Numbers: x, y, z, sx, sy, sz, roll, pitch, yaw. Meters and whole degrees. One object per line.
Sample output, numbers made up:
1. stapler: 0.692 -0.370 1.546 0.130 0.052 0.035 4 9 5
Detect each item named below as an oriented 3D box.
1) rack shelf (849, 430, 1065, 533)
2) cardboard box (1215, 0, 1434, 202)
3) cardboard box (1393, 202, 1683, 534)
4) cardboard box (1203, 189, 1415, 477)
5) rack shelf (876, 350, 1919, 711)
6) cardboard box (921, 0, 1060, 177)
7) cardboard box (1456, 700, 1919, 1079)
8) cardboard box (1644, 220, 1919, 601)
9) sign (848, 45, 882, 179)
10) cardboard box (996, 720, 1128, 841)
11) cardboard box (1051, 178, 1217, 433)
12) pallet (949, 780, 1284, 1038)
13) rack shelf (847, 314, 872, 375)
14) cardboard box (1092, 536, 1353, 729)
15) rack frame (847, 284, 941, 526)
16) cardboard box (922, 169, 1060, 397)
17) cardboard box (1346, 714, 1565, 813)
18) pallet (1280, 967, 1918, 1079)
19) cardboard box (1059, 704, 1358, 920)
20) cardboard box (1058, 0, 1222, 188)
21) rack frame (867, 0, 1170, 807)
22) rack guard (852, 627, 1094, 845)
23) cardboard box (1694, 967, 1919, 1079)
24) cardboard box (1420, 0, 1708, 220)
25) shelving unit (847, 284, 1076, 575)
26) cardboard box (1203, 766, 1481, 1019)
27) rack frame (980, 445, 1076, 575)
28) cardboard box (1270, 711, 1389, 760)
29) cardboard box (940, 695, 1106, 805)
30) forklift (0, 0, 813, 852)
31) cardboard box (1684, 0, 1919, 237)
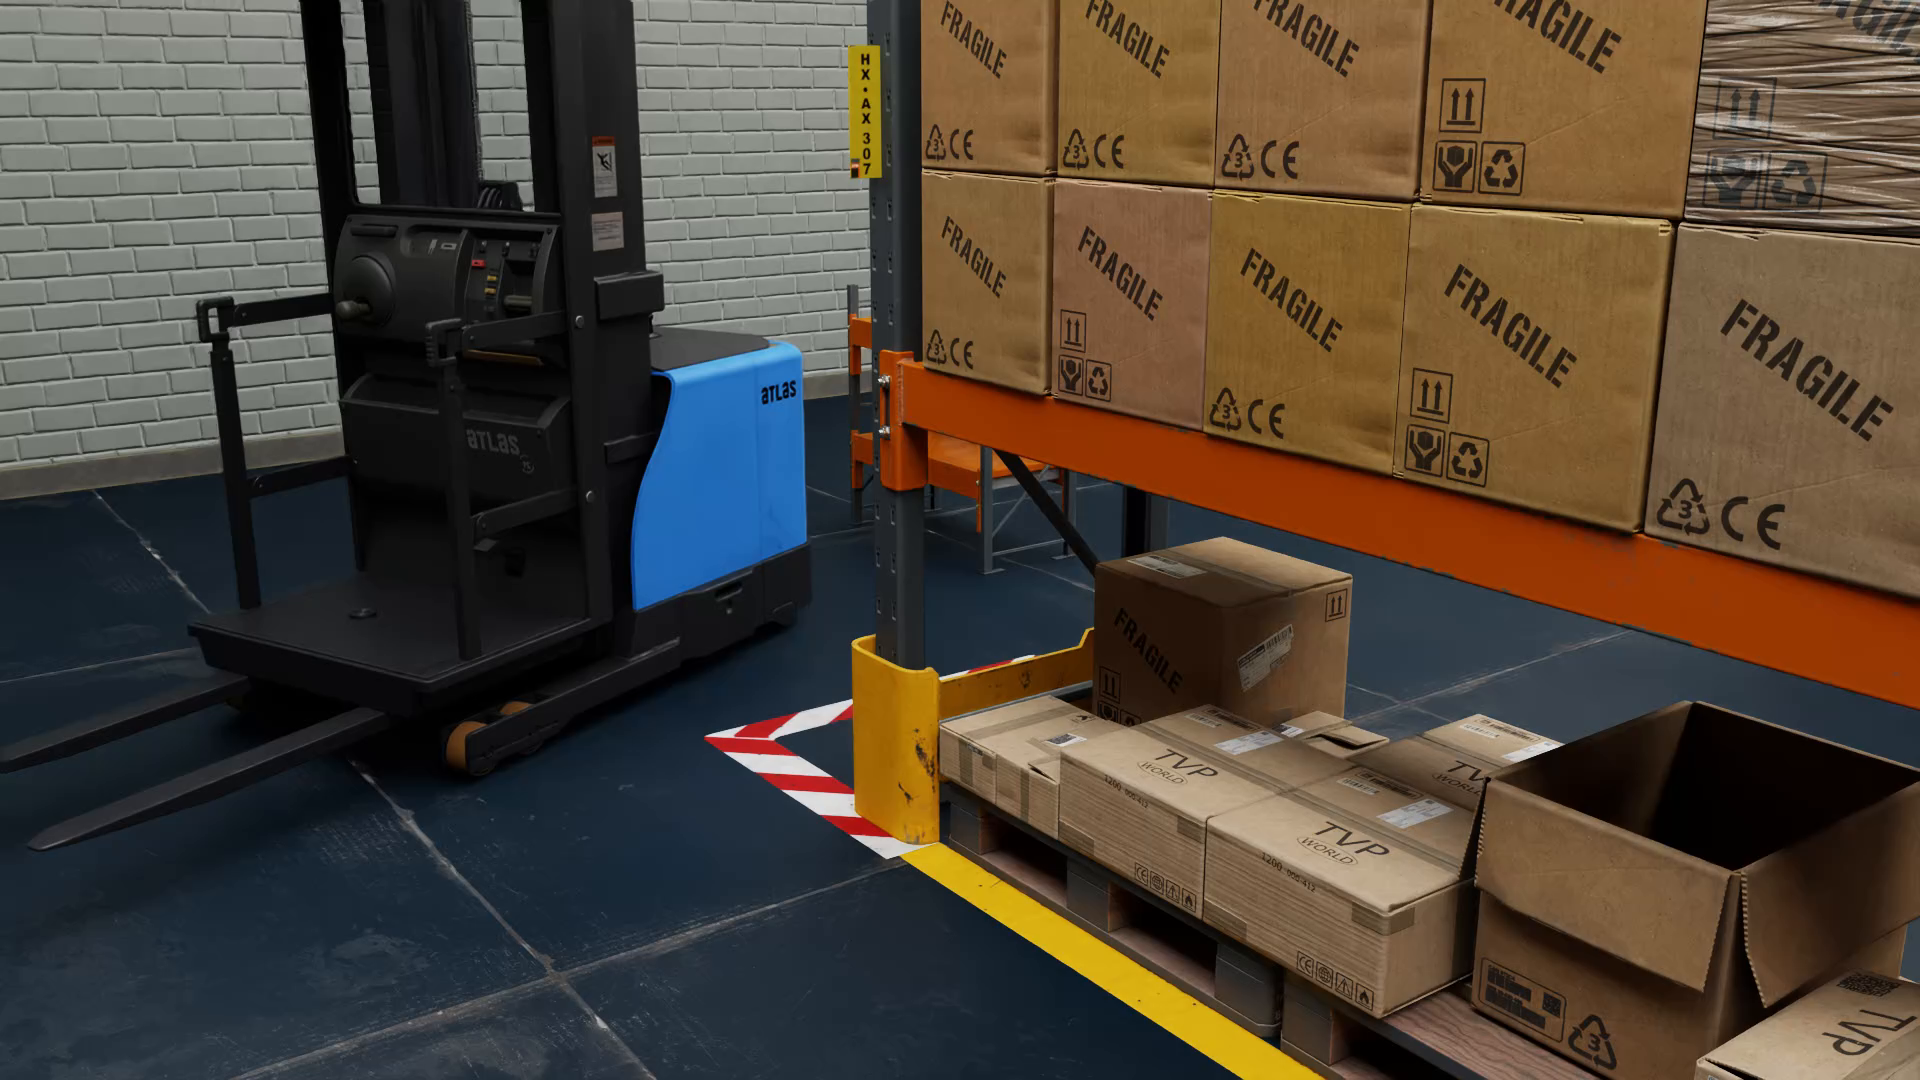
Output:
1. rack shelf: -0.004 -0.308 7.497 0.538 0.278 1.000 -11 19 -35
2. cardboard box: 0.853 -0.928 3.201 0.500 0.500 0.500 -11 19 -34
3. cardboard box: 1.142 -0.340 2.946 0.500 0.500 0.500 -11 19 -34
4. cardboard box: 0.849 -0.447 3.336 0.500 0.500 0.500 -11 19 -35
5. rack shelf: 1.377 0.023 3.173 1.077 0.370 4.000 -11 19 -35
6. cardboard box: 0.249 -1.146 3.997 0.500 0.500 0.500 -10 18 -33
7. cardboard box: 1.444 0.695 3.252 0.797 0.503 0.637 -11 19 -35
8. cardboard box: 1.444 -0.231 2.550 0.500 0.500 0.500 -10 18 -33
9. sign: -0.238 -1.084 4.216 0.100 0.325 0.005 -11 19 -35
10. cardboard box: 0.316 0.599 4.237 0.380 0.166 0.250 -11 19 -35
11. cardboard box: 0.557 -0.554 3.730 0.500 0.500 0.500 -11 19 -35
12. pallet: 0.715 0.780 4.326 1.003 0.211 1.213 -11 19 -35
13. rack shelf: -0.004 -0.826 7.356 0.538 0.278 1.000 -11 19 -35
14. cardboard box: 0.720 0.320 4.626 0.500 0.500 0.500 -11 19 -35
15. rack frame: -0.303 -0.653 7.829 0.500 1.125 0.032 -11 19 -35
16. cardboard box: 0.249 -0.664 4.129 0.500 0.500 0.500 -10 18 -33
17. cardboard box: 1.255 0.648 3.900 0.500 0.250 0.500 -11 19 -35
18. pallet: 1.429 1.041 3.374 1.003 0.211 1.213 -11 19 -35
19. cardboard box: 0.585 0.630 3.968 0.500 0.250 0.500 -11 19 -35
20. cardboard box: 0.562 -1.035 3.594 0.500 0.500 0.500 -11 19 -34
21. rack frame: 0.201 -0.751 4.638 1.000 3.000 0.127 -11 19 -35
22. rack guard: 0.246 0.471 4.909 1.175 0.500 0.348 -11 19 -35
23. cardboard box: 1.548 0.950 2.683 0.500 0.311 0.500 -11 19 -35
24. cardboard box: 1.152 -0.819 2.805 0.500 0.500 0.500 -11 19 -35
25. shelving unit: -0.004 -0.544 7.433 0.538 1.125 1.048 -11 19 -35
26. cardboard box: 0.879 0.737 3.578 0.500 0.250 0.500 -11 19 -35
27. rack frame: 0.295 -0.435 7.036 0.500 1.125 0.032 -11 19 -35
28. cardboard box: 0.886 0.582 4.303 0.380 0.166 0.250 -11 19 -35
29. cardboard box: 0.169 0.555 4.435 0.380 0.149 0.250 -11 19 -35
30. forklift: -1.746 -0.842 5.099 1.130 2.935 3.031 9 18 29
31. cardboard box: 1.447 -0.712 2.411 0.500 0.500 0.500 -11 19 -34
